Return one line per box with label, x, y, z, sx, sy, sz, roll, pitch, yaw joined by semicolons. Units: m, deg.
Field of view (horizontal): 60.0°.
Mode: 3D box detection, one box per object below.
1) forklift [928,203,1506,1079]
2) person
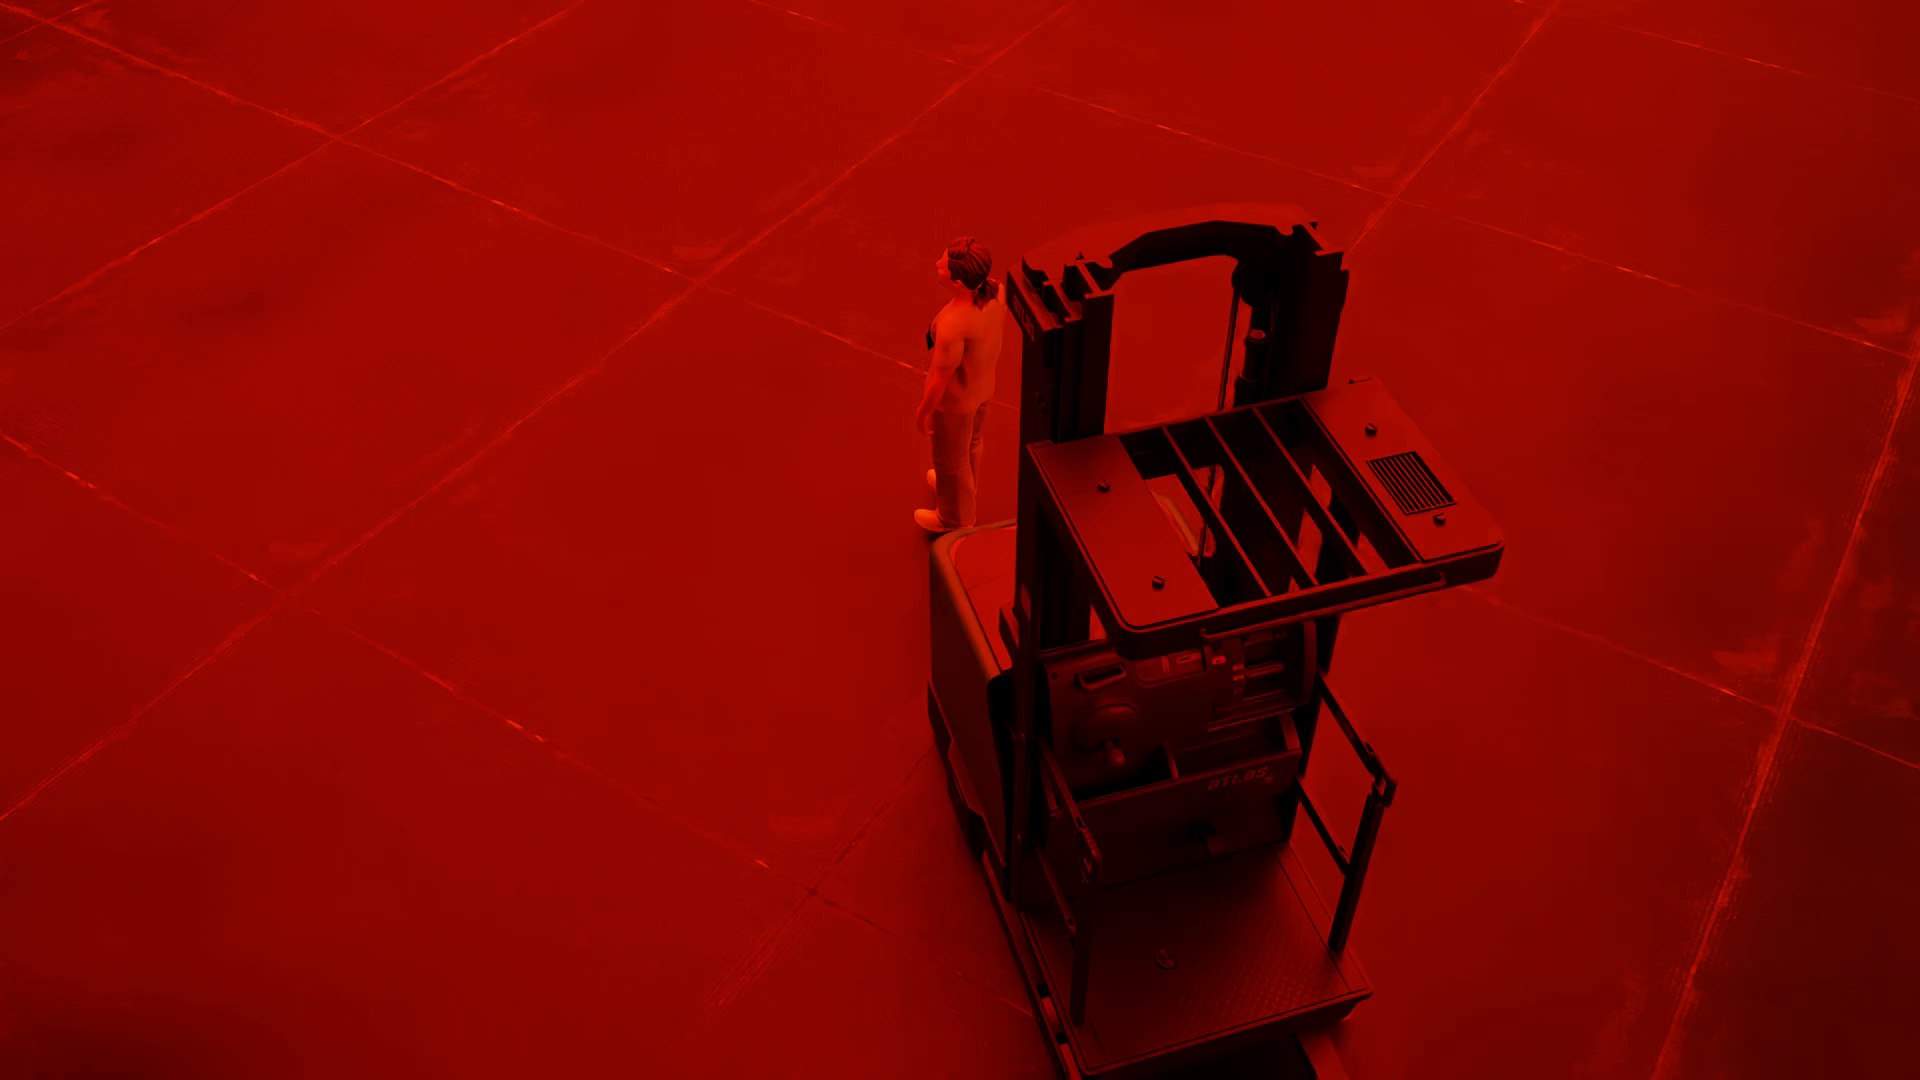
forklift;0.791;0.568;5.249;1.130;2.935;3.031;-12;45;-13
person;-0.054;-0.677;7.406;0.549;1.676;0.549;24;48;23
